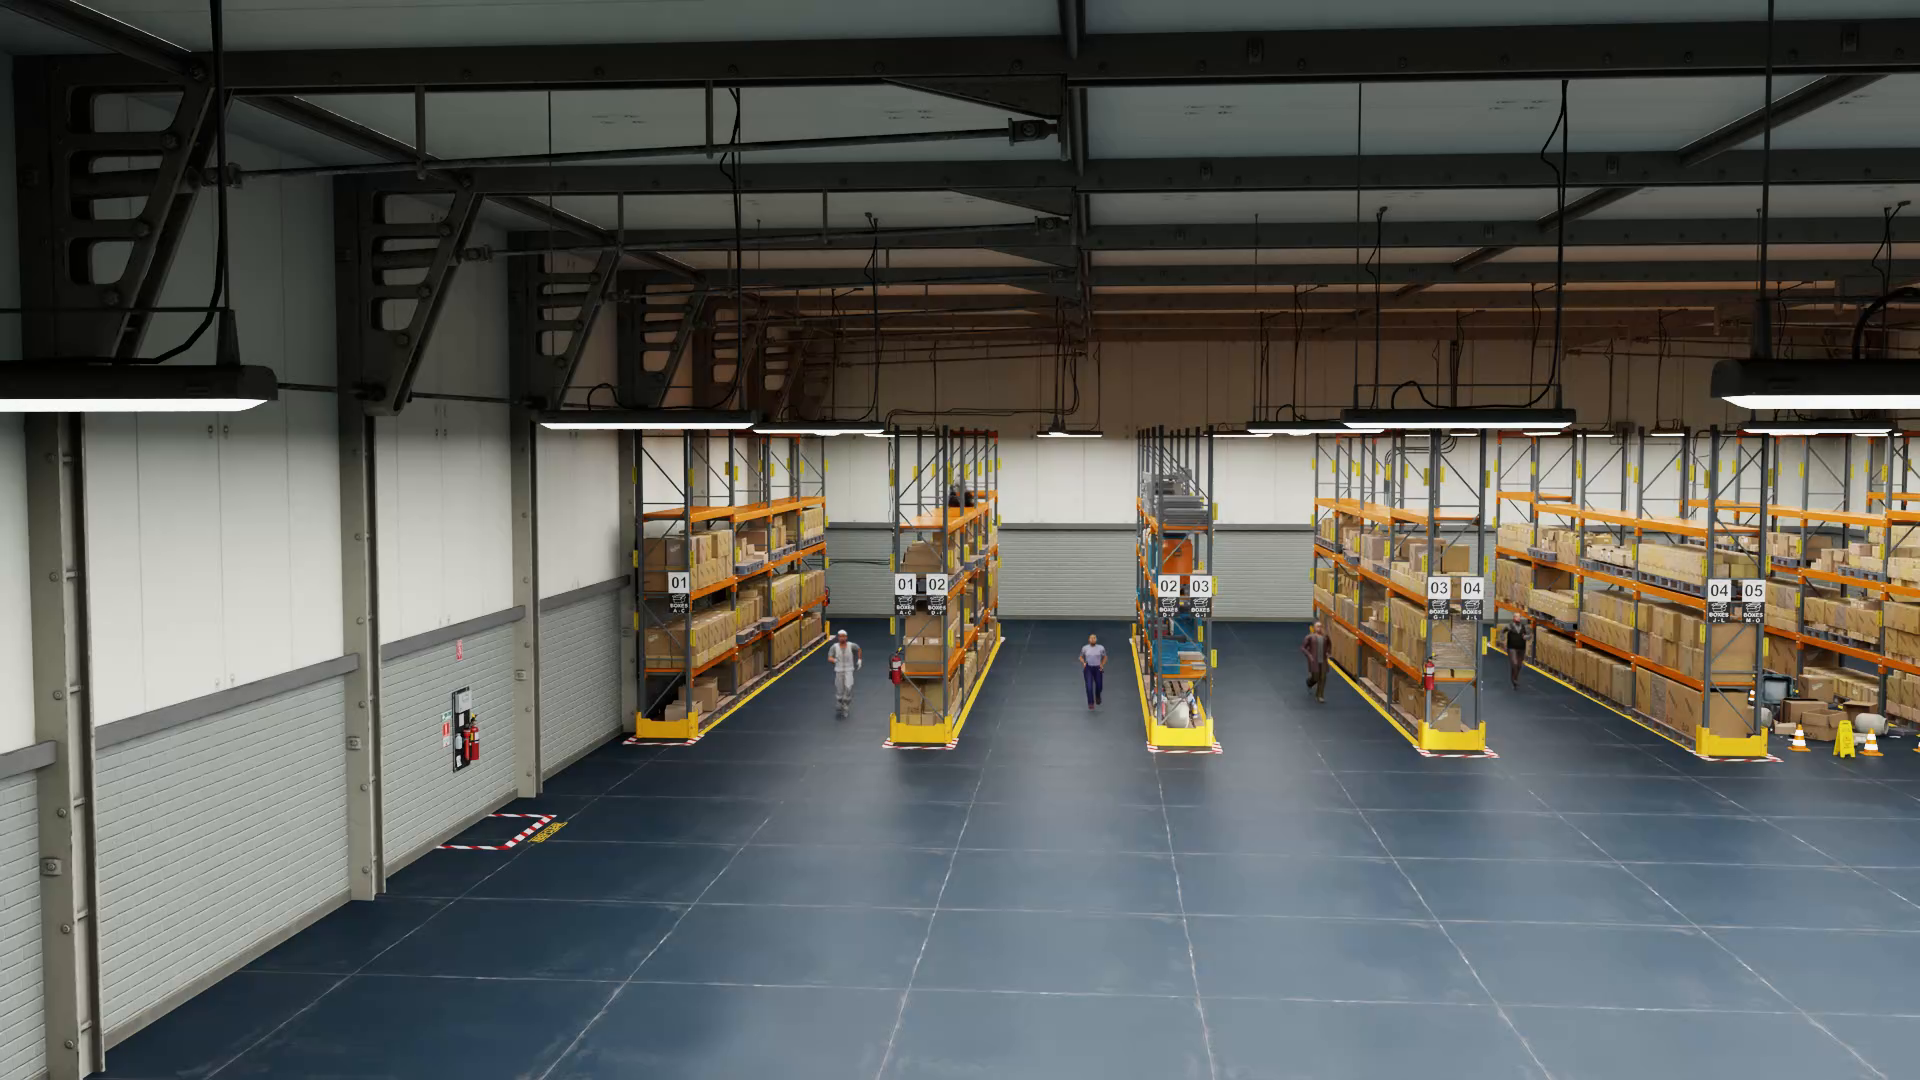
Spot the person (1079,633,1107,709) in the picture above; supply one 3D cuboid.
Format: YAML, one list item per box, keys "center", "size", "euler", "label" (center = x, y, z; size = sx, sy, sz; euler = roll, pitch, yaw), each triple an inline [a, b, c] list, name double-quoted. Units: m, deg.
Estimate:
- center: [2.835, 2.802, 35.440]
  size: [0.602, 1.580, 0.568]
  euler: [0, 3, 4]
  label: "person"

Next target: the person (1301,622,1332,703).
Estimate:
- center: [7.831, 2.663, 36.387]
  size: [0.728, 1.748, 0.869]
  euler: [-1, 3, -8]
  label: "person"

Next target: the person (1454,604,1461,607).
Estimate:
- center: [13.508, 2.128, 45.379]
  size: [0.715, 1.775, 0.902]
  euler: [1, 4, 15]
  label: "person"

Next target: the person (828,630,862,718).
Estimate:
- center: [-2.390, 2.758, 34.487]
  size: [0.674, 1.817, 0.904]
  euler: [0, 3, 1]
  label: "person"

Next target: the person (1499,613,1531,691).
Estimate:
- center: [12.802, 2.547, 38.273]
  size: [0.638, 1.755, 0.874]
  euler: [0, 3, -4]
  label: "person"
